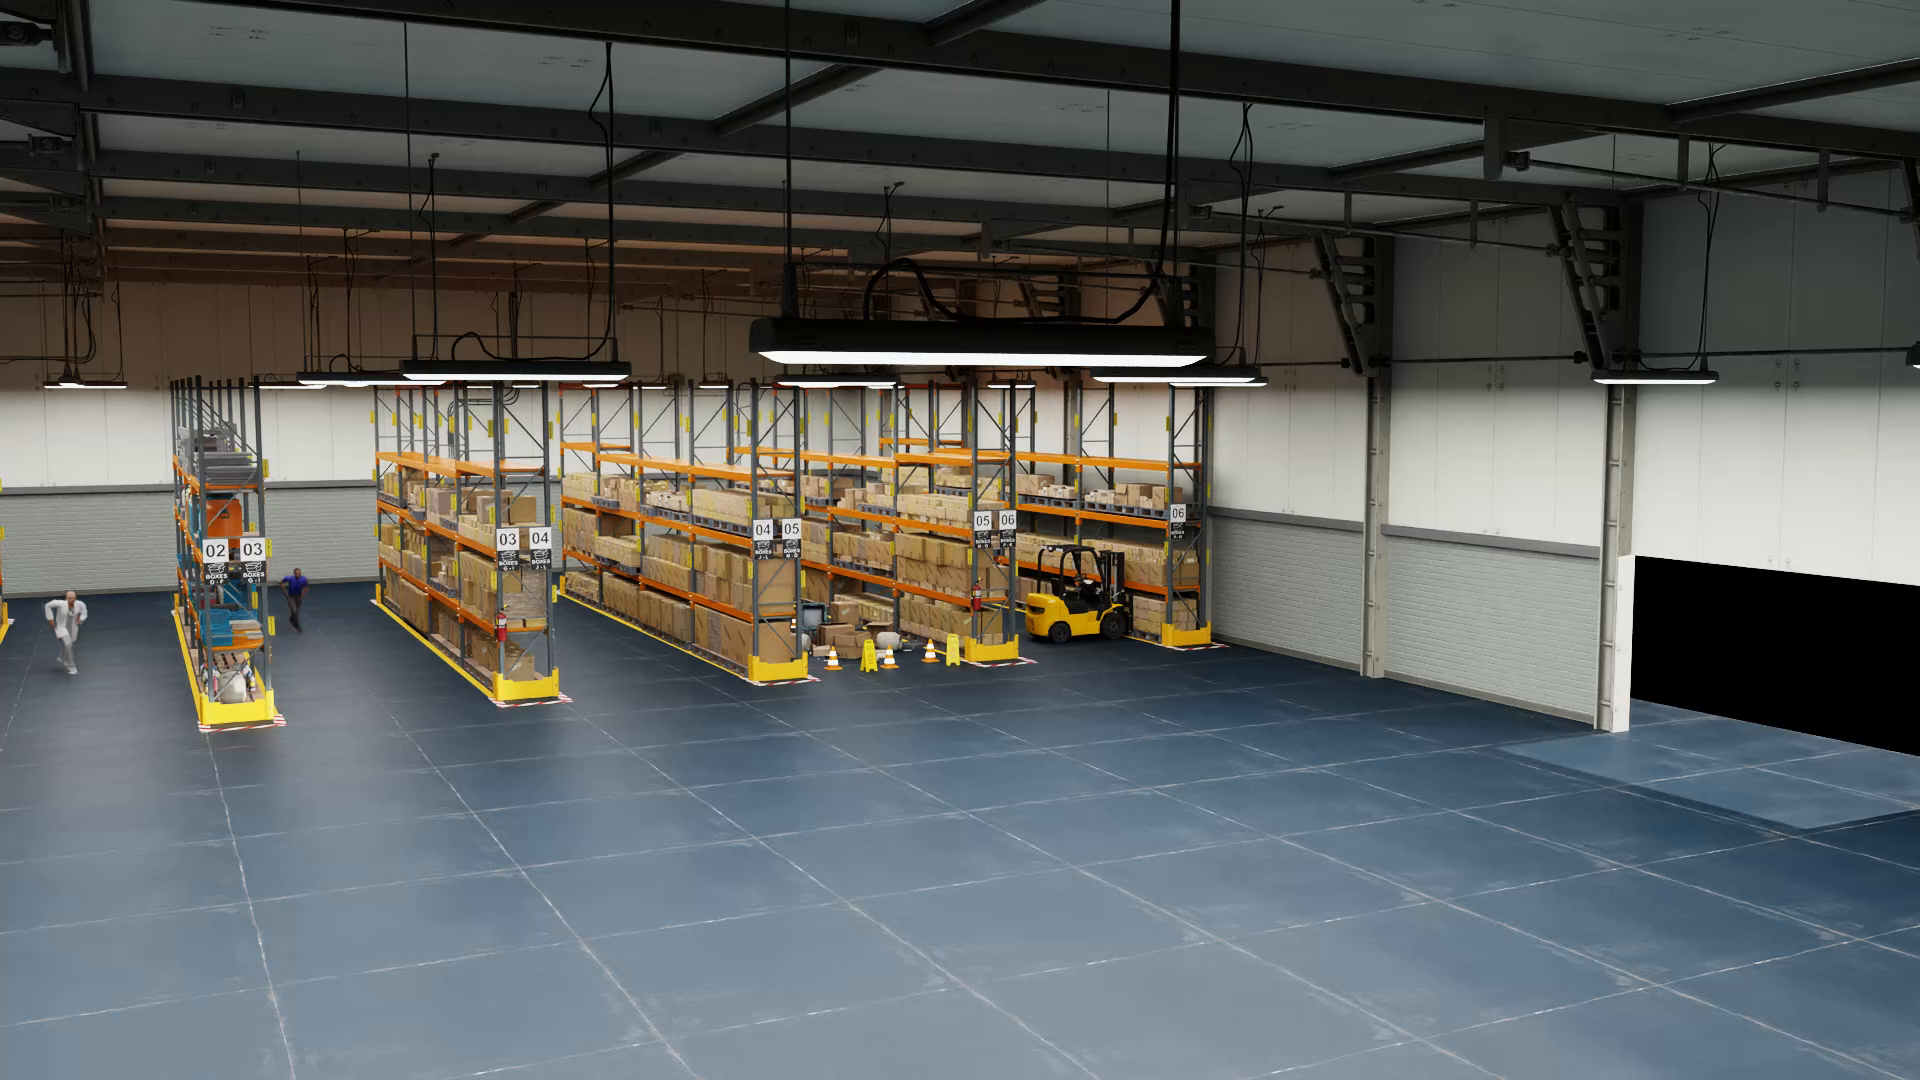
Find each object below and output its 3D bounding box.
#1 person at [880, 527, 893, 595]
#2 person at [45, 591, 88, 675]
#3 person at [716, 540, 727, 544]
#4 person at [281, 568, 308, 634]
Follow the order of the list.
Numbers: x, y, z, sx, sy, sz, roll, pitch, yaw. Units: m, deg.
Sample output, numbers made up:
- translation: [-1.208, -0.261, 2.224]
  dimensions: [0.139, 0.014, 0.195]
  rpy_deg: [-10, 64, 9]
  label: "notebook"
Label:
- translation: [-2.021, 0.582, 44.889]
  dimensions: [0.694, 1.864, 0.857]
  rpy_deg: [-3, 6, -27]
  label: "person"
- translation: [-18.297, 1.885, 34.028]
  dimensions: [0.752, 1.744, 1.061]
  rpy_deg: [-5, 7, -43]
  label: "person"
- translation: [-7.175, 0.354, 51.151]
  dimensions: [0.715, 1.642, 0.690]
  rpy_deg: [-4, 6, -35]
  label: "person"
- translation: [-15.903, 1.435, 39.684]
  dimensions: [0.595, 1.616, 0.977]
  rpy_deg: [-3, 6, -33]
  label: "person"
